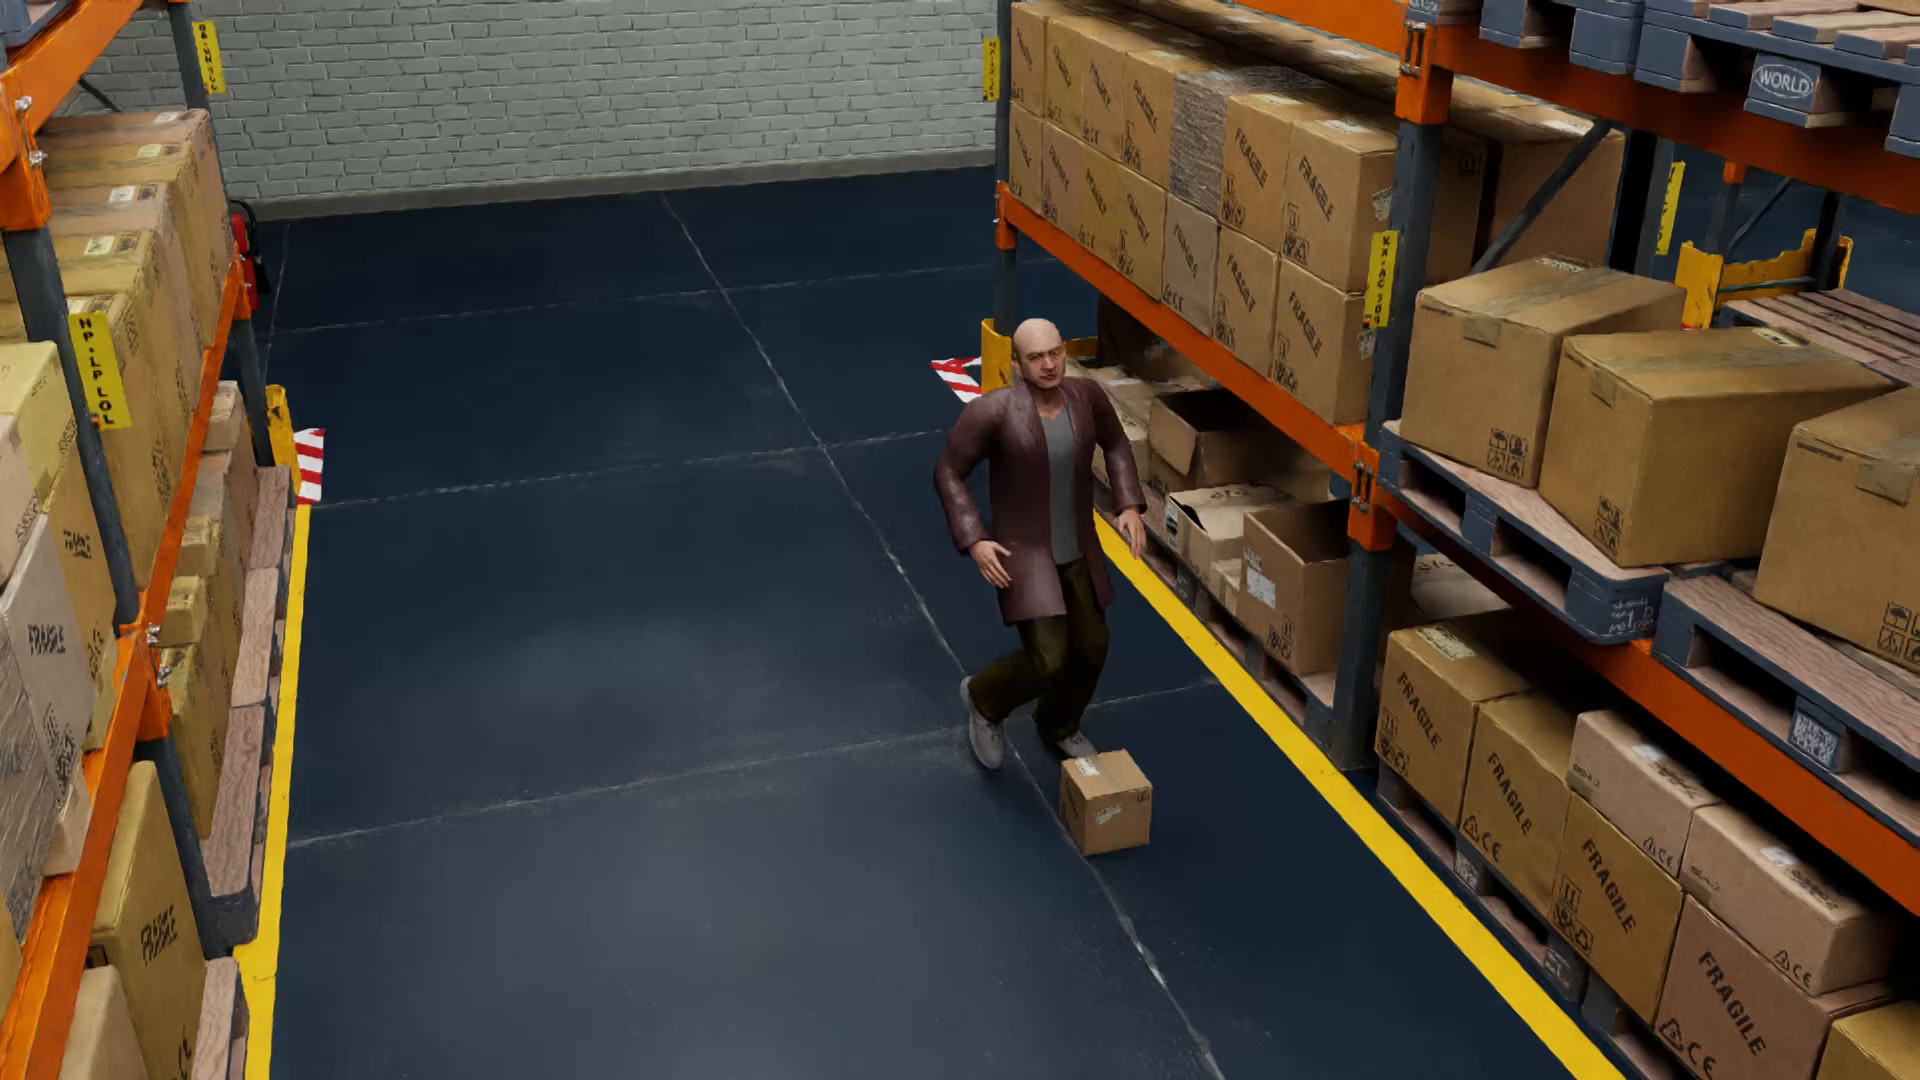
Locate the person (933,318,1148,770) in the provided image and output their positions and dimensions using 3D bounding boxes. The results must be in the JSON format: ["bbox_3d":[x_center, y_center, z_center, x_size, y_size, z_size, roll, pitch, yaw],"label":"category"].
[{"bbox_3d":[0.336,0.048,6.069,0.785,1.747,0.517,-16,30,-29],"label":"person"}]
